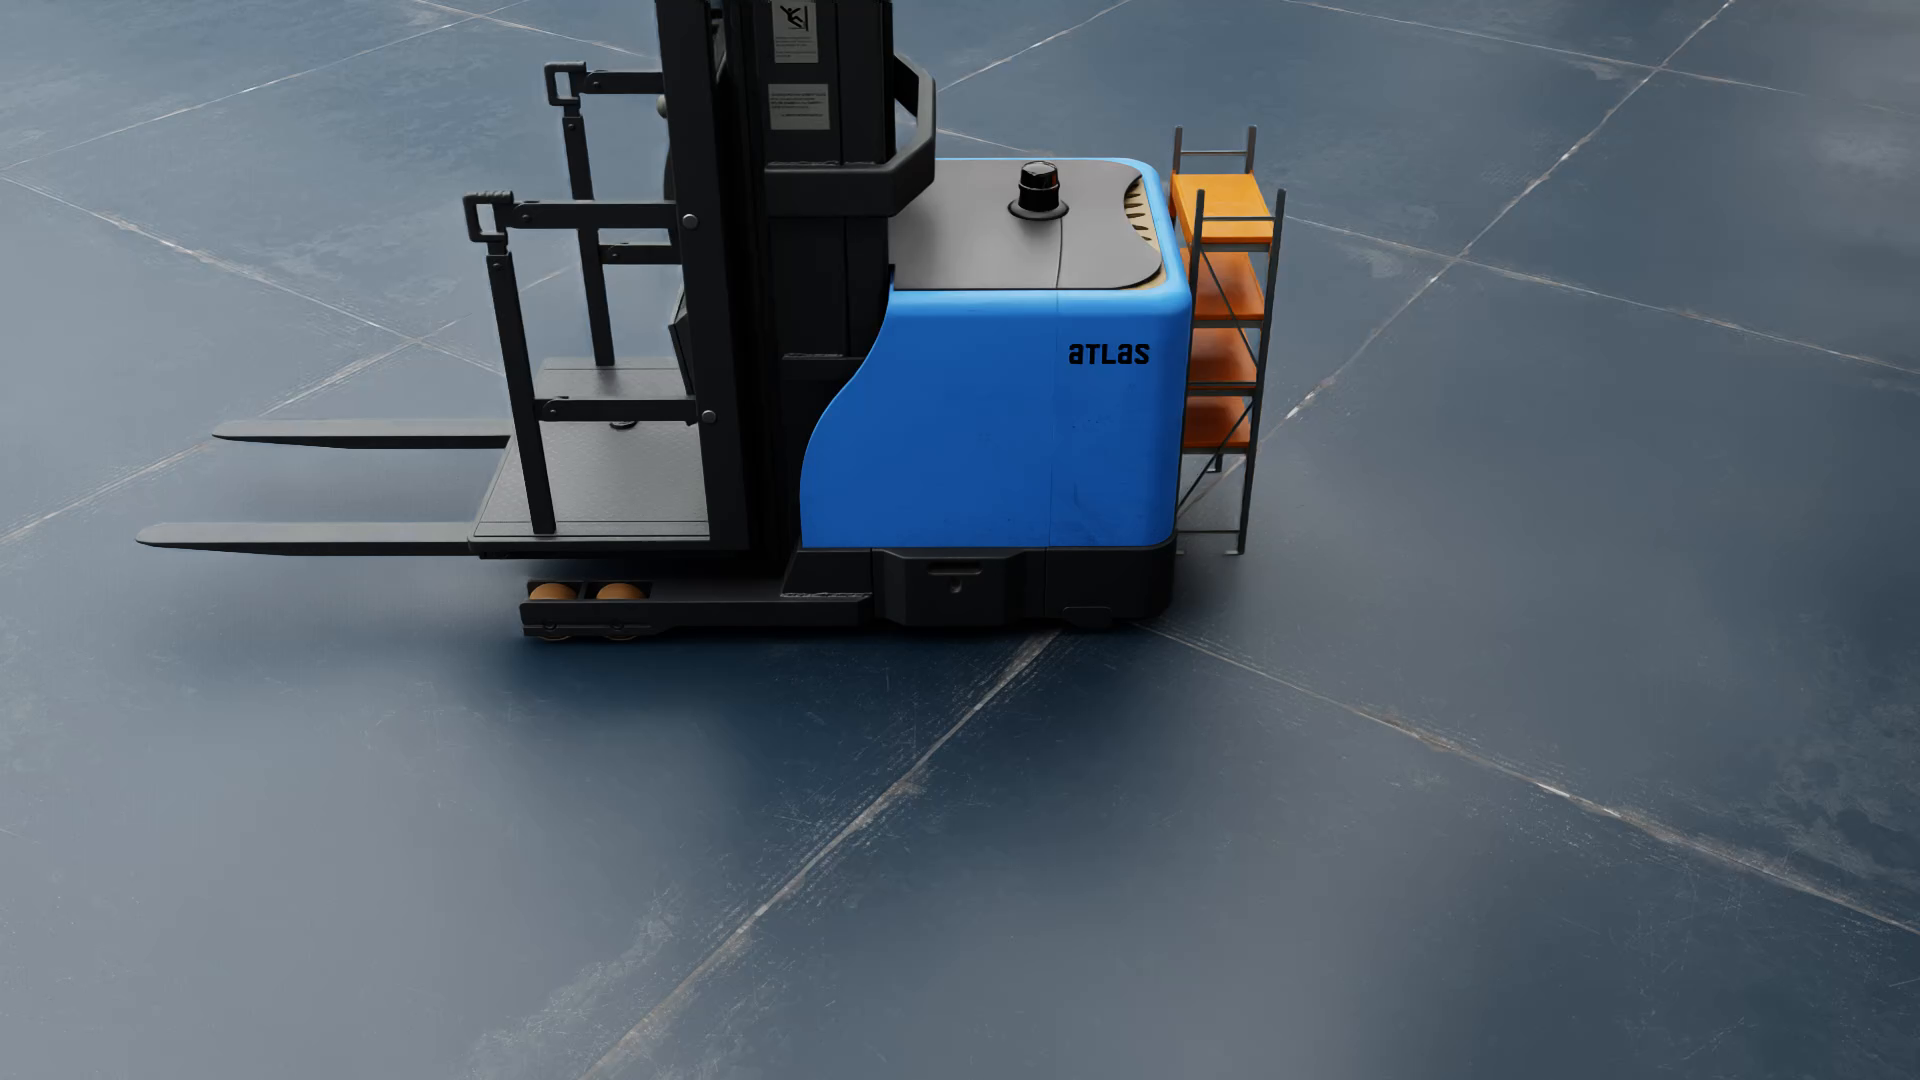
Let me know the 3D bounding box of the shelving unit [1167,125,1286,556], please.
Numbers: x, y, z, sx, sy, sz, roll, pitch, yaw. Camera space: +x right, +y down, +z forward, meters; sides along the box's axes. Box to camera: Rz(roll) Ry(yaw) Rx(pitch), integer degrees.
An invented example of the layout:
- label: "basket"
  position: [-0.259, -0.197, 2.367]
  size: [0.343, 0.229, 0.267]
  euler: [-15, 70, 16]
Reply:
- label: "shelving unit"
  position: [0.761, -0.590, 5.051]
  size: [0.258, 1.200, 0.503]
  euler: [0, 34, -1]

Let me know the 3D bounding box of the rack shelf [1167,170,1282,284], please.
- label: "rack shelf"
  position: [0.761, -0.915, 4.831]
  size: [0.258, 0.148, 0.480]
  euler: [0, 34, -1]

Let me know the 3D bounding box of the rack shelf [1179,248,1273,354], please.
- label: "rack shelf"
  position: [0.761, -0.719, 4.963]
  size: [0.258, 0.148, 0.480]
  euler: [0, 34, -1]

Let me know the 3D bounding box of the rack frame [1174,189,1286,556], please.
- label: "rack frame"
  position: [0.764, -0.453, 4.849]
  size: [0.240, 1.200, 0.015]
  euler: [0, 34, -1]

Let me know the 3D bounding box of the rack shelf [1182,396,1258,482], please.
- label: "rack shelf"
  position: [0.761, -0.370, 5.200]
  size: [0.258, 0.148, 0.480]
  euler: [0, 34, -1]

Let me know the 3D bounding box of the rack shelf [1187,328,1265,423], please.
- label: "rack shelf"
  position: [0.761, -0.534, 5.089]
  size: [0.258, 0.148, 0.480]
  euler: [0, 34, -1]

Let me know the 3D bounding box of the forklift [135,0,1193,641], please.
- label: "forklift"
  position: [-0.897, -1.219, 4.437]
  size: [3.031, 2.935, 1.130]
  euler: [0, 34, 0]

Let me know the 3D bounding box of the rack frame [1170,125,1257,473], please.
- label: "rack frame"
  position: [0.757, -0.726, 5.253]
  size: [0.240, 1.200, 0.015]
  euler: [0, 34, -1]
